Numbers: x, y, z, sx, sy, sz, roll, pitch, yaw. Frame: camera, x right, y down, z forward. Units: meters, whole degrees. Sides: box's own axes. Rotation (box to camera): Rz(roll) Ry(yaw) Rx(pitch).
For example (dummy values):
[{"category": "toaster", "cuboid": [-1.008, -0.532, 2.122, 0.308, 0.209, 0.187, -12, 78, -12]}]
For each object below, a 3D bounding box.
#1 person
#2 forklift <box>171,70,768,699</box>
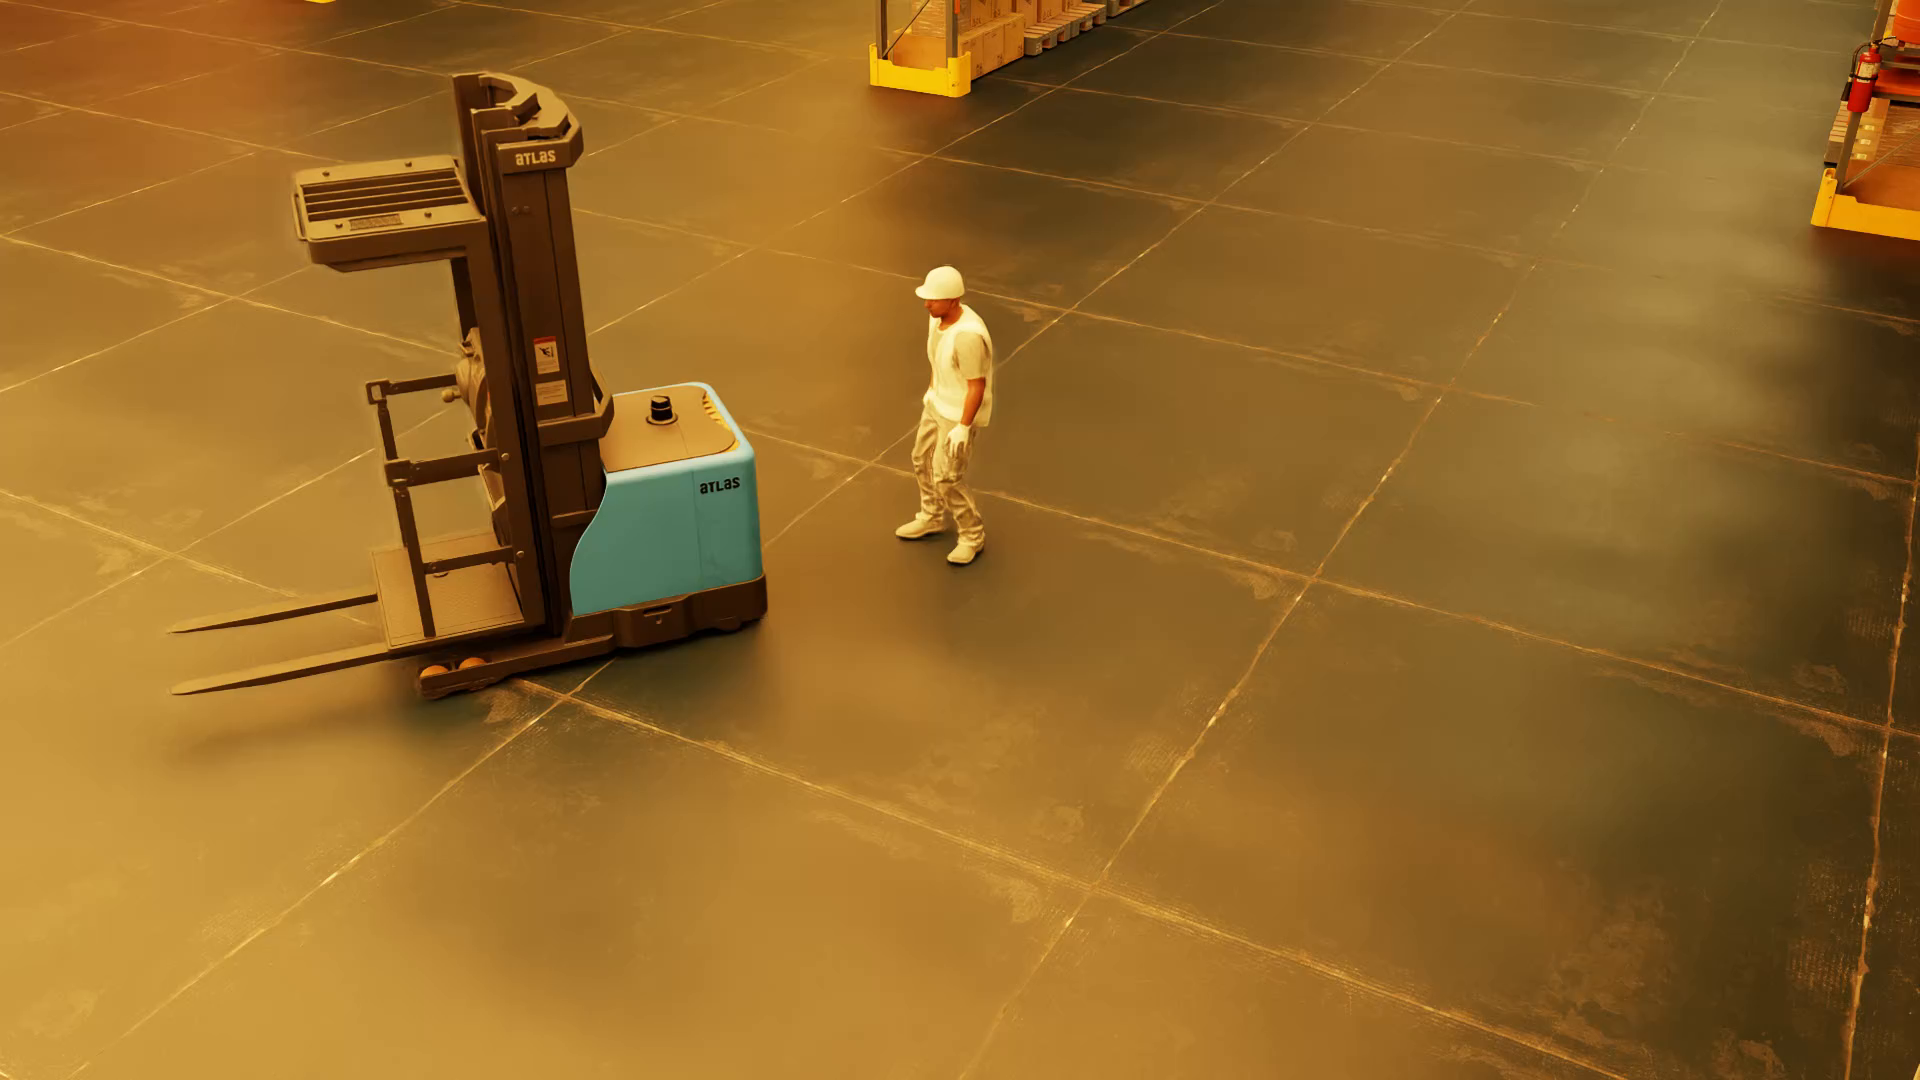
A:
[{"category": "person", "cuboid": [-0.088, -0.728, 9.517, 0.512, 1.756, 0.664, -10, 31, -17]}, {"category": "forklift", "cuboid": [-2.631, -0.751, 8.373, 3.031, 2.935, 1.130, -11, 32, -19]}]
